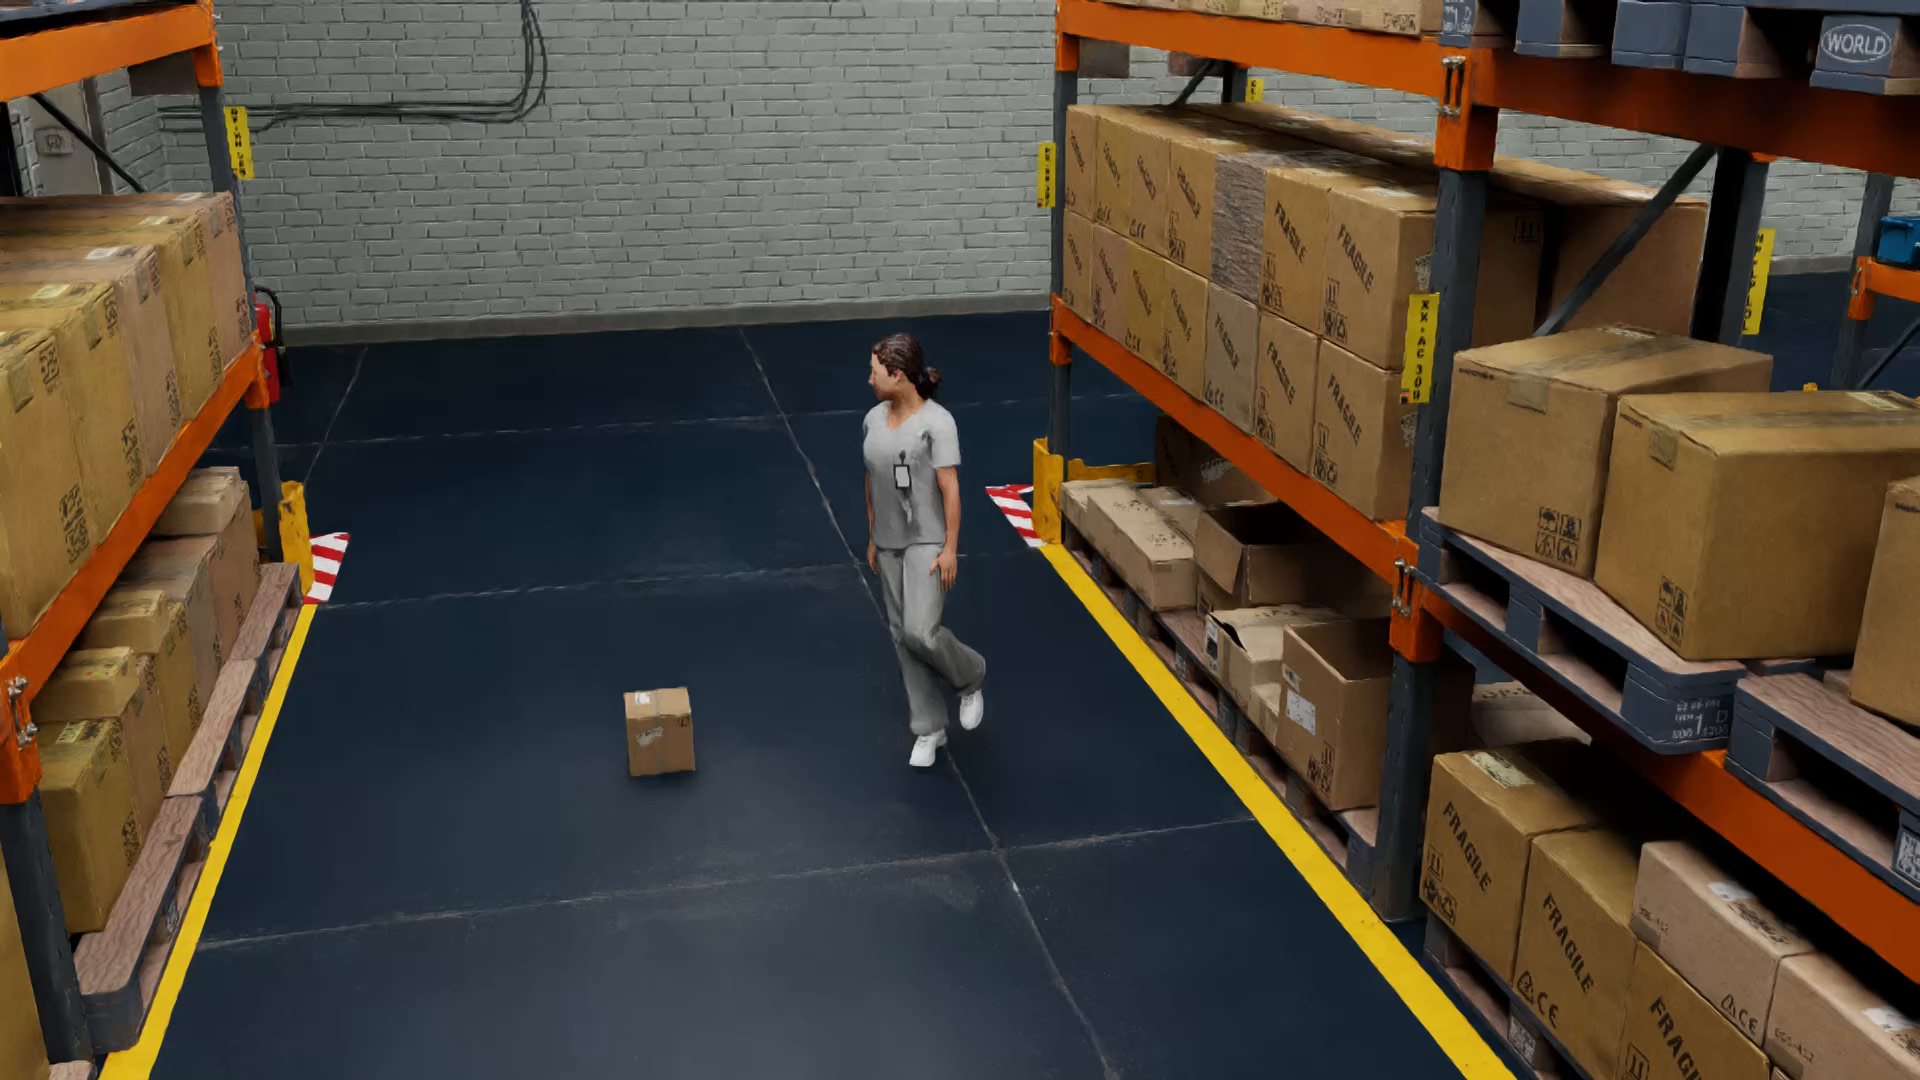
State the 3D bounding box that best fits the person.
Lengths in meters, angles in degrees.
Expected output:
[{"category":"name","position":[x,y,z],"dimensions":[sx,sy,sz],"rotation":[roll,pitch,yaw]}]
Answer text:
[{"category":"person","position":[-0.186,0.032,6.507],"dimensions":[0.540,1.659,0.491],"rotation":[12,23,30]}]
